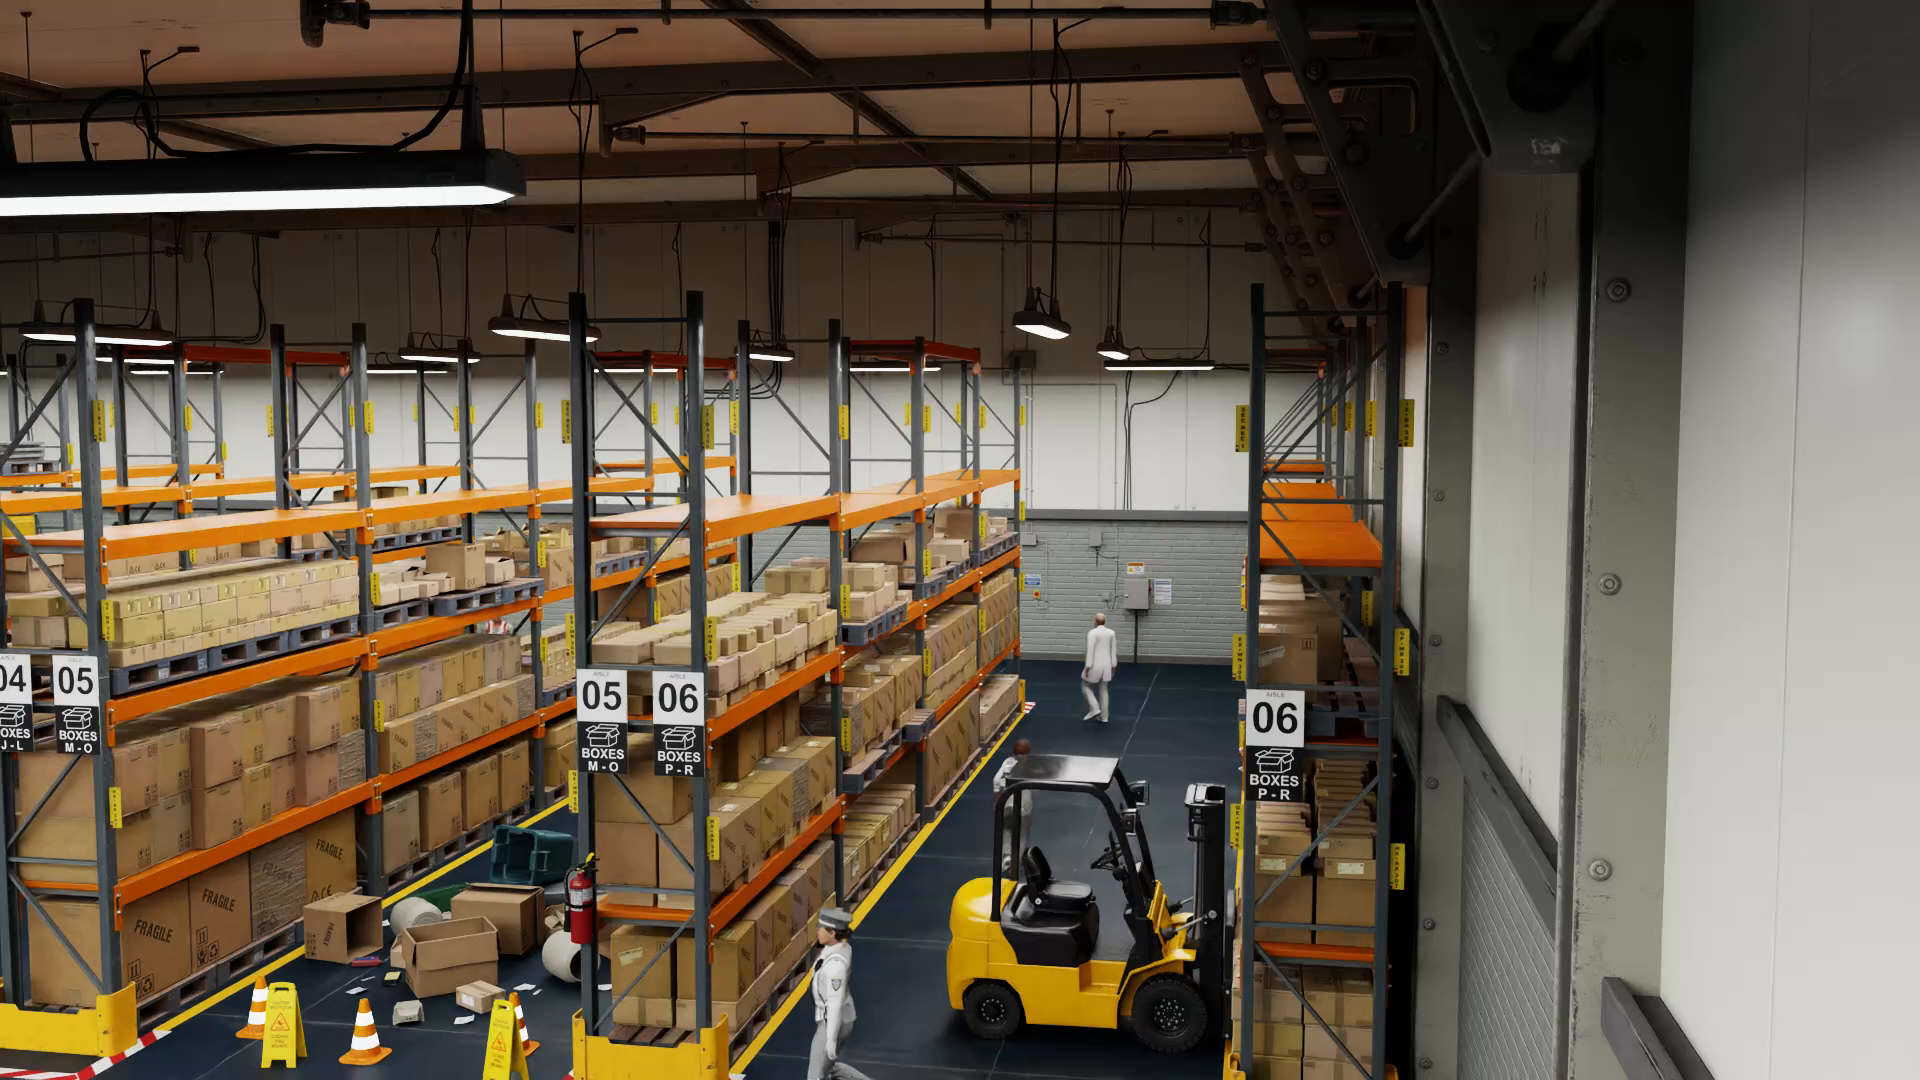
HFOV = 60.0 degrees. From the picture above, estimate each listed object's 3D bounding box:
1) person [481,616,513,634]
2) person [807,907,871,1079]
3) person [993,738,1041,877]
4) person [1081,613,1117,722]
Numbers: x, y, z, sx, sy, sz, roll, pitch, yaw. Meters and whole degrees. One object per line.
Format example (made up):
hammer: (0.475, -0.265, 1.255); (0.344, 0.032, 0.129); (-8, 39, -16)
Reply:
person: (-7.924, 1.997, 28.440); (0.522, 1.736, 0.962); (0, 5, -1)
person: (-0.867, 3.388, 11.649); (0.729, 1.663, 0.512); (0, 5, -2)
person: (0.634, 2.947, 18.368); (0.523, 1.498, 0.755); (1, 5, 13)
person: (2.284, 2.081, 27.238); (0.626, 1.774, 0.489); (-2, 5, -27)
